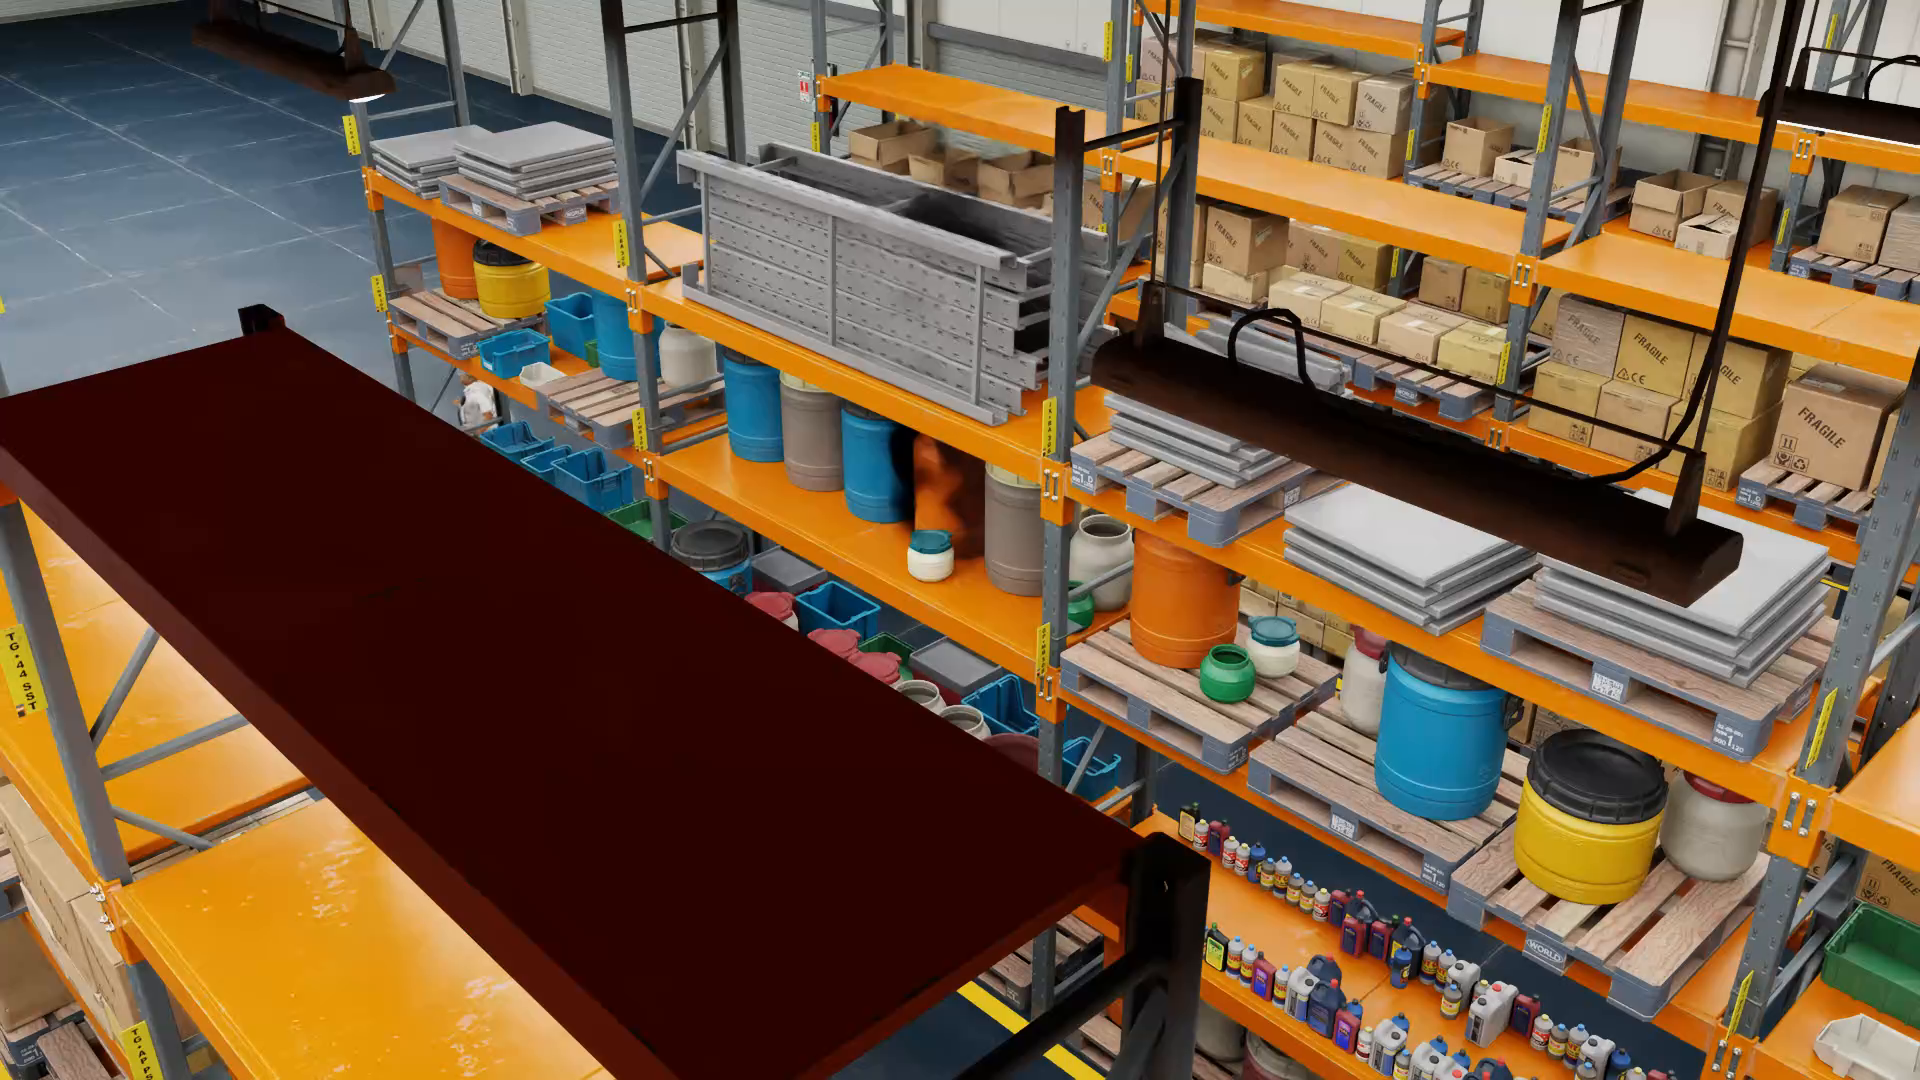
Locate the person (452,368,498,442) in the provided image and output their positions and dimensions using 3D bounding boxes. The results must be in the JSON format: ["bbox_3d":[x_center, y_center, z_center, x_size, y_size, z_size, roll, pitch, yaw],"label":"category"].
[{"bbox_3d":[-4.912,-1.086,17.193,0.679,1.682,0.630,5,29,9],"label":"person"}]
